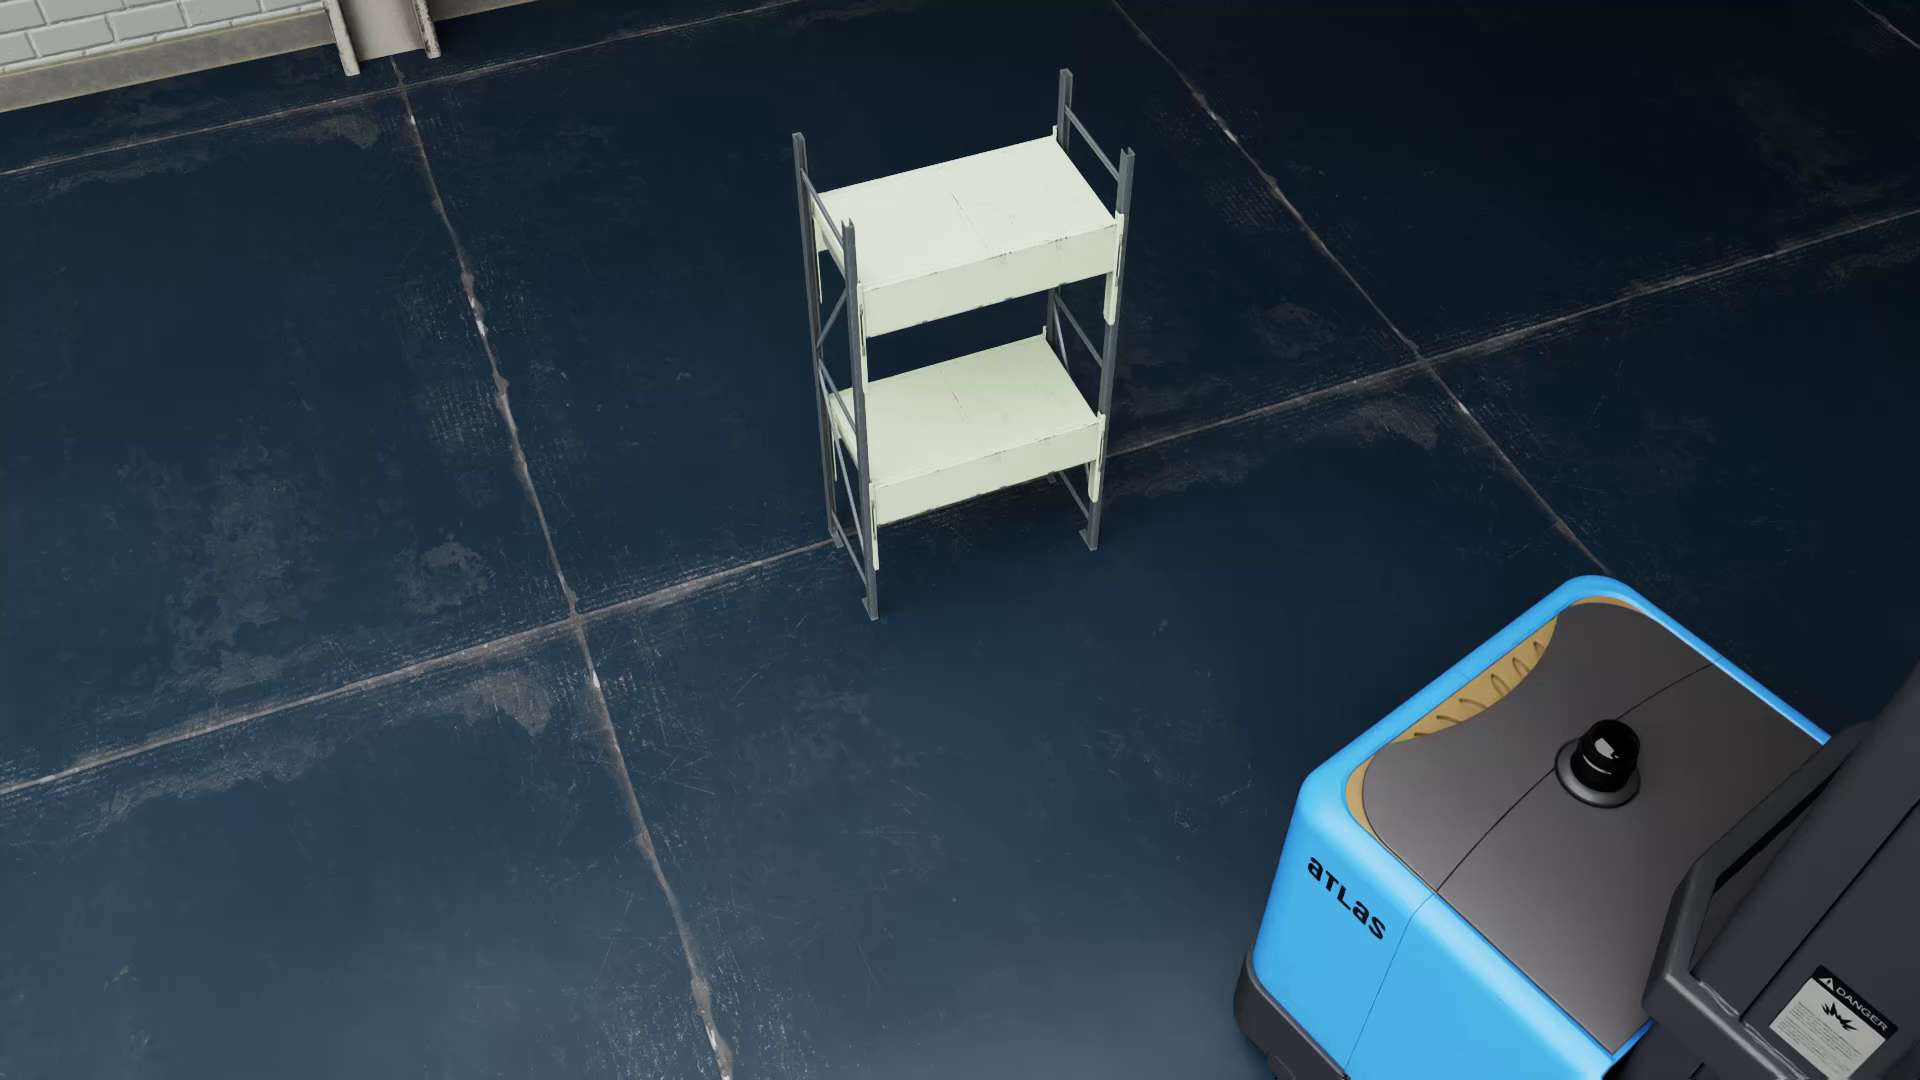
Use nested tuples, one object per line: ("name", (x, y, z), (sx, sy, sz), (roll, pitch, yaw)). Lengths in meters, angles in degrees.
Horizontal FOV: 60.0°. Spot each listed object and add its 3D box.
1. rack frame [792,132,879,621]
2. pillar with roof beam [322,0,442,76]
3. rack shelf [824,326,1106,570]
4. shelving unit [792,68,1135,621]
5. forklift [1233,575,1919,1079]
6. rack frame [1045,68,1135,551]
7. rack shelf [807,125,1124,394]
("rack frame", (-0.333, -0.386, 4.593), (0.023, 1.500, 0.400), (-17, 52, -14))
("pillar with roof beam", (-0.793, -1.998, 1.034), (0.400, 9.000, 9.100), (-17, 52, -14))
("rack shelf", (0.006, -0.278, 4.930), (0.720, 0.370, 0.431), (-17, 52, -14))
("shelving unit", (0.006, -0.491, 4.683), (0.755, 1.500, 0.431), (-17, 52, -14))
("forklift", (1.987, 0.905, 2.541), (1.130, 2.935, 3.031), (-31, 56, -24))
("rack frame", (0.345, -0.596, 4.773), (0.023, 1.500, 0.400), (-17, 52, -14))
("rack shelf", (0.006, -0.745, 4.387), (0.720, 0.370, 0.431), (-17, 52, -14))
